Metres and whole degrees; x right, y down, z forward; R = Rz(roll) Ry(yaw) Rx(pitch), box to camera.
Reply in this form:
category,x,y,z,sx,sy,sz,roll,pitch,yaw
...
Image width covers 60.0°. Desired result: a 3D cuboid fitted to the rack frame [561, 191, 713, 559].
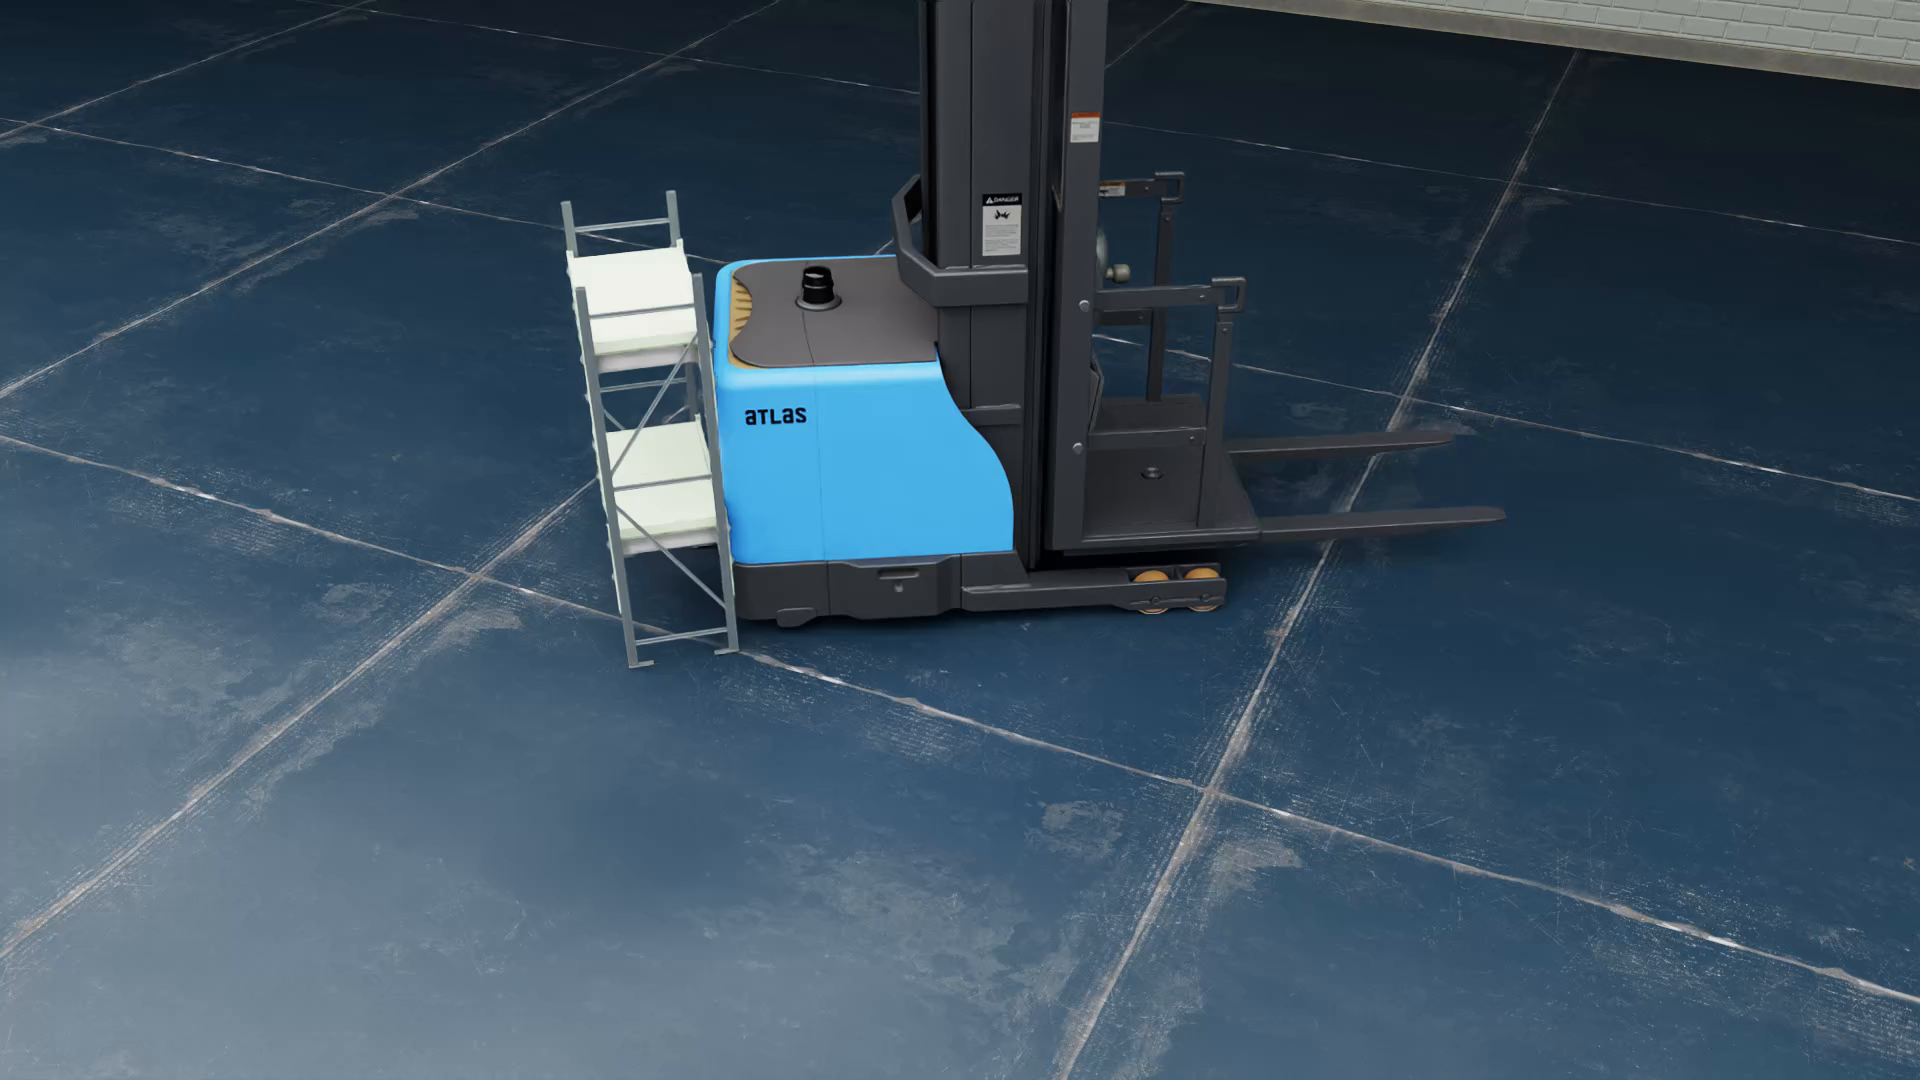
category,x,y,z,sx,sy,sz,roll,pitch,yaw
rack frame,-1.198,-0.580,6.264,0.400,1.500,0.023,-8,34,-12

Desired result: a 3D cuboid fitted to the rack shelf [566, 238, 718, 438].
category,x,y,z,sx,sy,sz,roll,pitch,yaw
rack shelf,-1.107,-0.712,5.754,0.431,0.370,0.720,-8,34,-12

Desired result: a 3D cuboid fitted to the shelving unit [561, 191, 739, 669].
category,x,y,z,sx,sy,sz,roll,pitch,yaw
shelving unit,-1.105,-0.386,5.968,0.431,1.500,0.755,-8,34,-12

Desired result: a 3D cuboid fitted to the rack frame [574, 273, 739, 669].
category,x,y,z,sx,sy,sz,roll,pitch,yaw
rack frame,-1.012,-0.191,5.672,0.400,1.500,0.023,-8,34,-12

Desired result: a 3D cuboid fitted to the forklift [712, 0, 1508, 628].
category,x,y,z,sx,sy,sz,roll,pitch,yaw
forklift,0.596,-1.229,5.951,3.031,2.935,1.130,-3,33,-5

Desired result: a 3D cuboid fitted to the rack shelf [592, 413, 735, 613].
category,x,y,z,sx,sy,sz,roll,pitch,yaw
rack shelf,-1.103,-0.113,6.147,0.431,0.370,0.720,-8,34,-12
